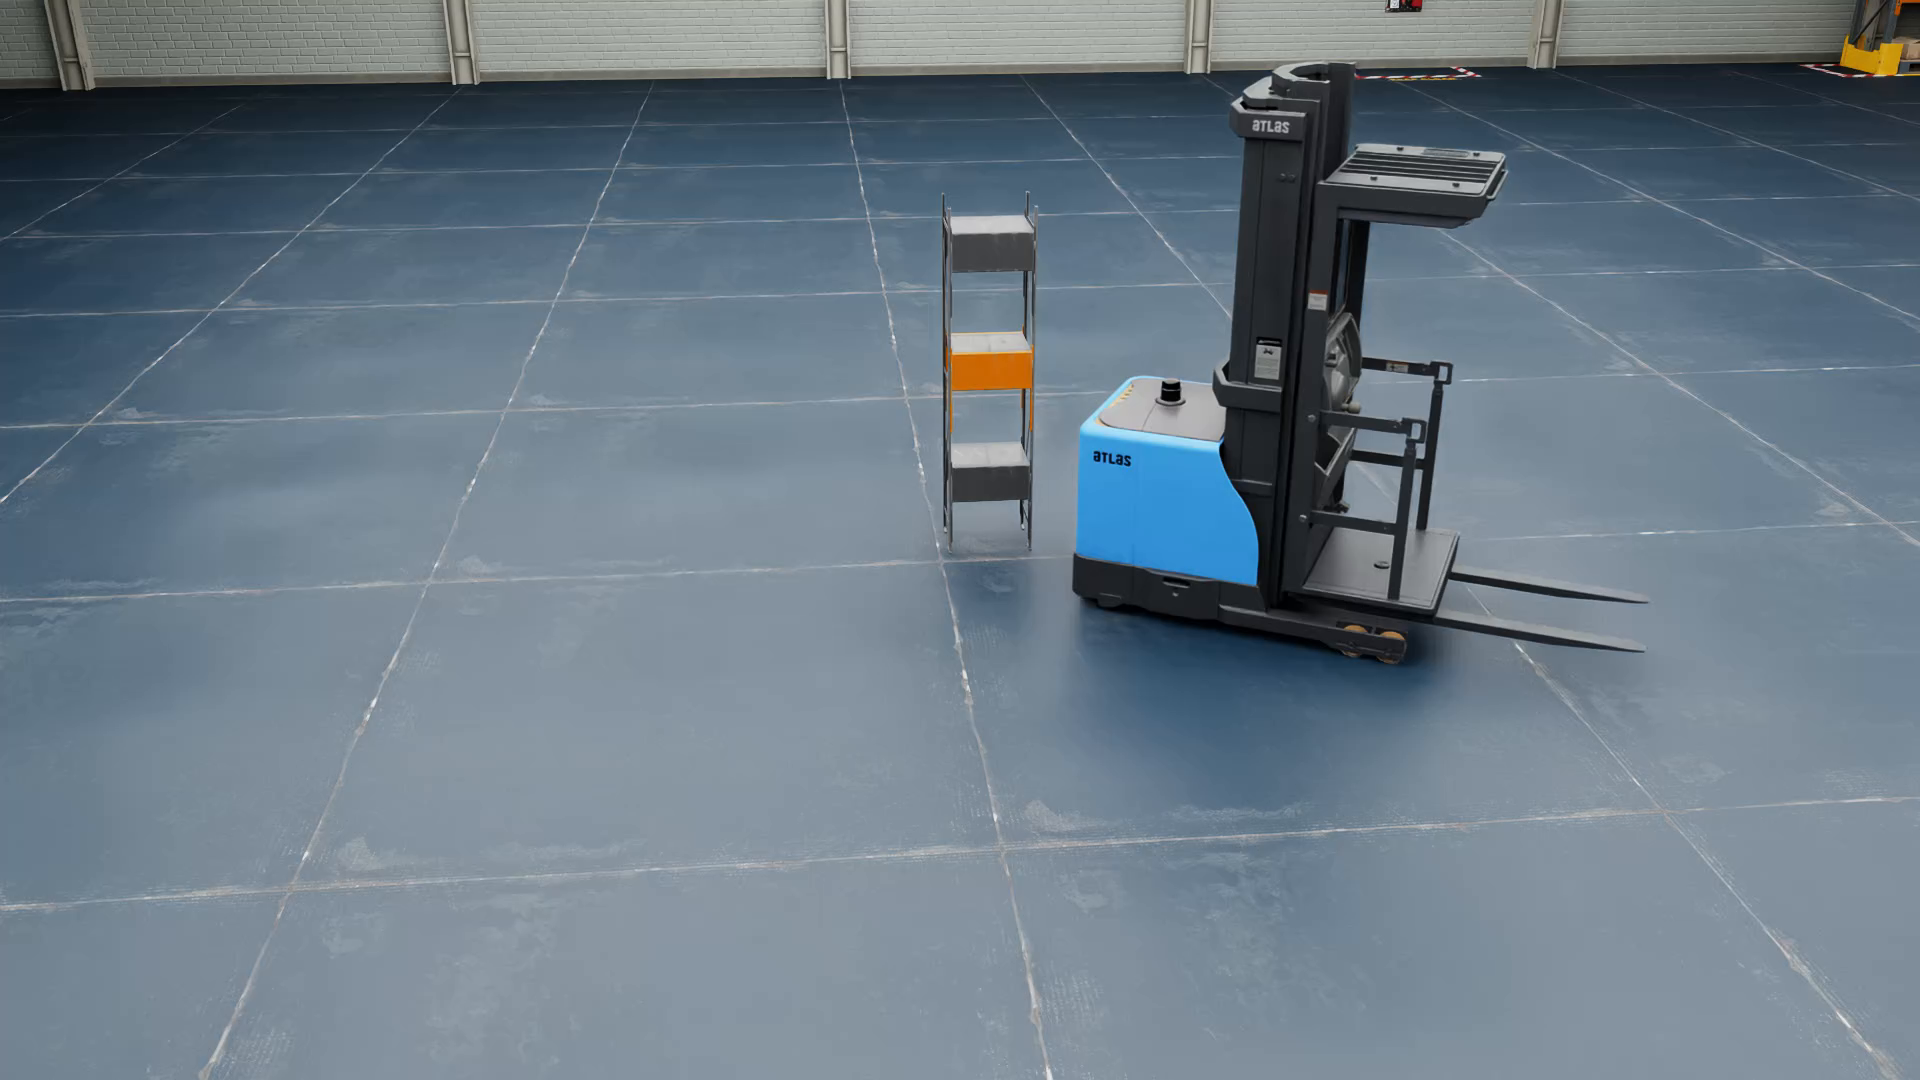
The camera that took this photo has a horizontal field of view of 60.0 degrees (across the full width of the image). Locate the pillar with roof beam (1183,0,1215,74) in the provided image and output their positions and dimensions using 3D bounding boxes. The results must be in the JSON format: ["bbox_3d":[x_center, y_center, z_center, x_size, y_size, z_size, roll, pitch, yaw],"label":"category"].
[{"bbox_3d":[4.397,-10.234,22.196,0.400,9.000,9.100,-2,24,-5],"label":"pillar with roof beam"}]

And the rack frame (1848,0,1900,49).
[{"bbox_3d":[15.304,-9.334,27.557,0.127,3.000,1.000,-2,24,-5],"label":"rack frame"}]

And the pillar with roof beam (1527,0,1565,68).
[{"bbox_3d":[10.368,-10.474,22.735,0.400,9.000,9.100,-2,24,-5],"label":"pillar with roof beam"}]

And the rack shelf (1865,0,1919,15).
[{"bbox_3d":[17.294,-9.085,27.883,4.000,0.370,1.077,-2,24,-5],"label":"rack shelf"}]

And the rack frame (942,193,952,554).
[{"bbox_3d":[-0.078,-0.956,9.816,0.015,2.100,0.400,-2,24,-5],"label":"rack frame"}]

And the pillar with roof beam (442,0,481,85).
[{"bbox_3d":[-7.545,-9.755,21.118,0.400,9.000,9.100,-2,24,-5],"label":"pillar with roof beam"}]

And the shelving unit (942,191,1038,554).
[{"bbox_3d":[0.165,-0.966,9.838,0.503,2.100,0.431,-2,24,-5],"label":"shelving unit"}]

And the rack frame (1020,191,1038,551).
[{"bbox_3d":[0.408,-0.976,9.860,0.015,2.100,0.400,-2,24,-5],"label":"rack frame"}]

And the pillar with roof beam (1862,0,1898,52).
[{"bbox_3d":[16.338,-10.713,23.274,0.400,9.000,9.100,-2,24,-5],"label":"pillar with roof beam"}]

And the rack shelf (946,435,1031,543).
[{"bbox_3d":[0.165,-0.314,10.128,0.480,0.518,0.431,-2,24,-5],"label":"rack shelf"}]

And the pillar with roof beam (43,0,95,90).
[{"bbox_3d":[-13.516,-9.516,20.579,0.400,9.000,9.100,-2,24,-5],"label":"pillar with roof beam"}]

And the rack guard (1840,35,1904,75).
[{"bbox_3d":[15.379,-8.195,28.072,0.348,0.500,1.175,-2,24,-5],"label":"rack guard"}]

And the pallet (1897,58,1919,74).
[{"bbox_3d":[16.191,-8.081,28.171,1.213,0.211,1.003,-2,24,-5],"label":"pallet"}]

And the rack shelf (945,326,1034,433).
[{"bbox_3d":[0.165,-0.954,9.844,0.480,0.518,0.431,-2,24,-5],"label":"rack shelf"}]

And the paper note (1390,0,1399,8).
[{"bbox_3d":[7.298,-9.007,27.907,0.142,0.148,0.016,-2,24,-5],"label":"paper note"}]

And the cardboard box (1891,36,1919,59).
[{"bbox_3d":[16.001,-8.298,27.995,0.500,0.311,0.500,-5,24,-11],"label":"cardboard box"}]

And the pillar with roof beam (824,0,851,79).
[{"bbox_3d":[-1.574,-9.995,21.657,0.400,9.000,9.100,-2,24,-5],"label":"pillar with roof beam"}]

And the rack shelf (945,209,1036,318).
[{"bbox_3d":[0.165,-1.593,9.560,0.480,0.518,0.431,-2,24,-5],"label":"rack shelf"}]

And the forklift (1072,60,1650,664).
[{"bbox_3d":[2.205,-0.932,8.738,3.031,2.935,1.130,10,26,20],"label":"forklift"}]

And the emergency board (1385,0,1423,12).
[{"bbox_3d":[7.481,-9.389,27.681,0.643,1.169,0.194,-2,24,-5],"label":"emergency board"}]
